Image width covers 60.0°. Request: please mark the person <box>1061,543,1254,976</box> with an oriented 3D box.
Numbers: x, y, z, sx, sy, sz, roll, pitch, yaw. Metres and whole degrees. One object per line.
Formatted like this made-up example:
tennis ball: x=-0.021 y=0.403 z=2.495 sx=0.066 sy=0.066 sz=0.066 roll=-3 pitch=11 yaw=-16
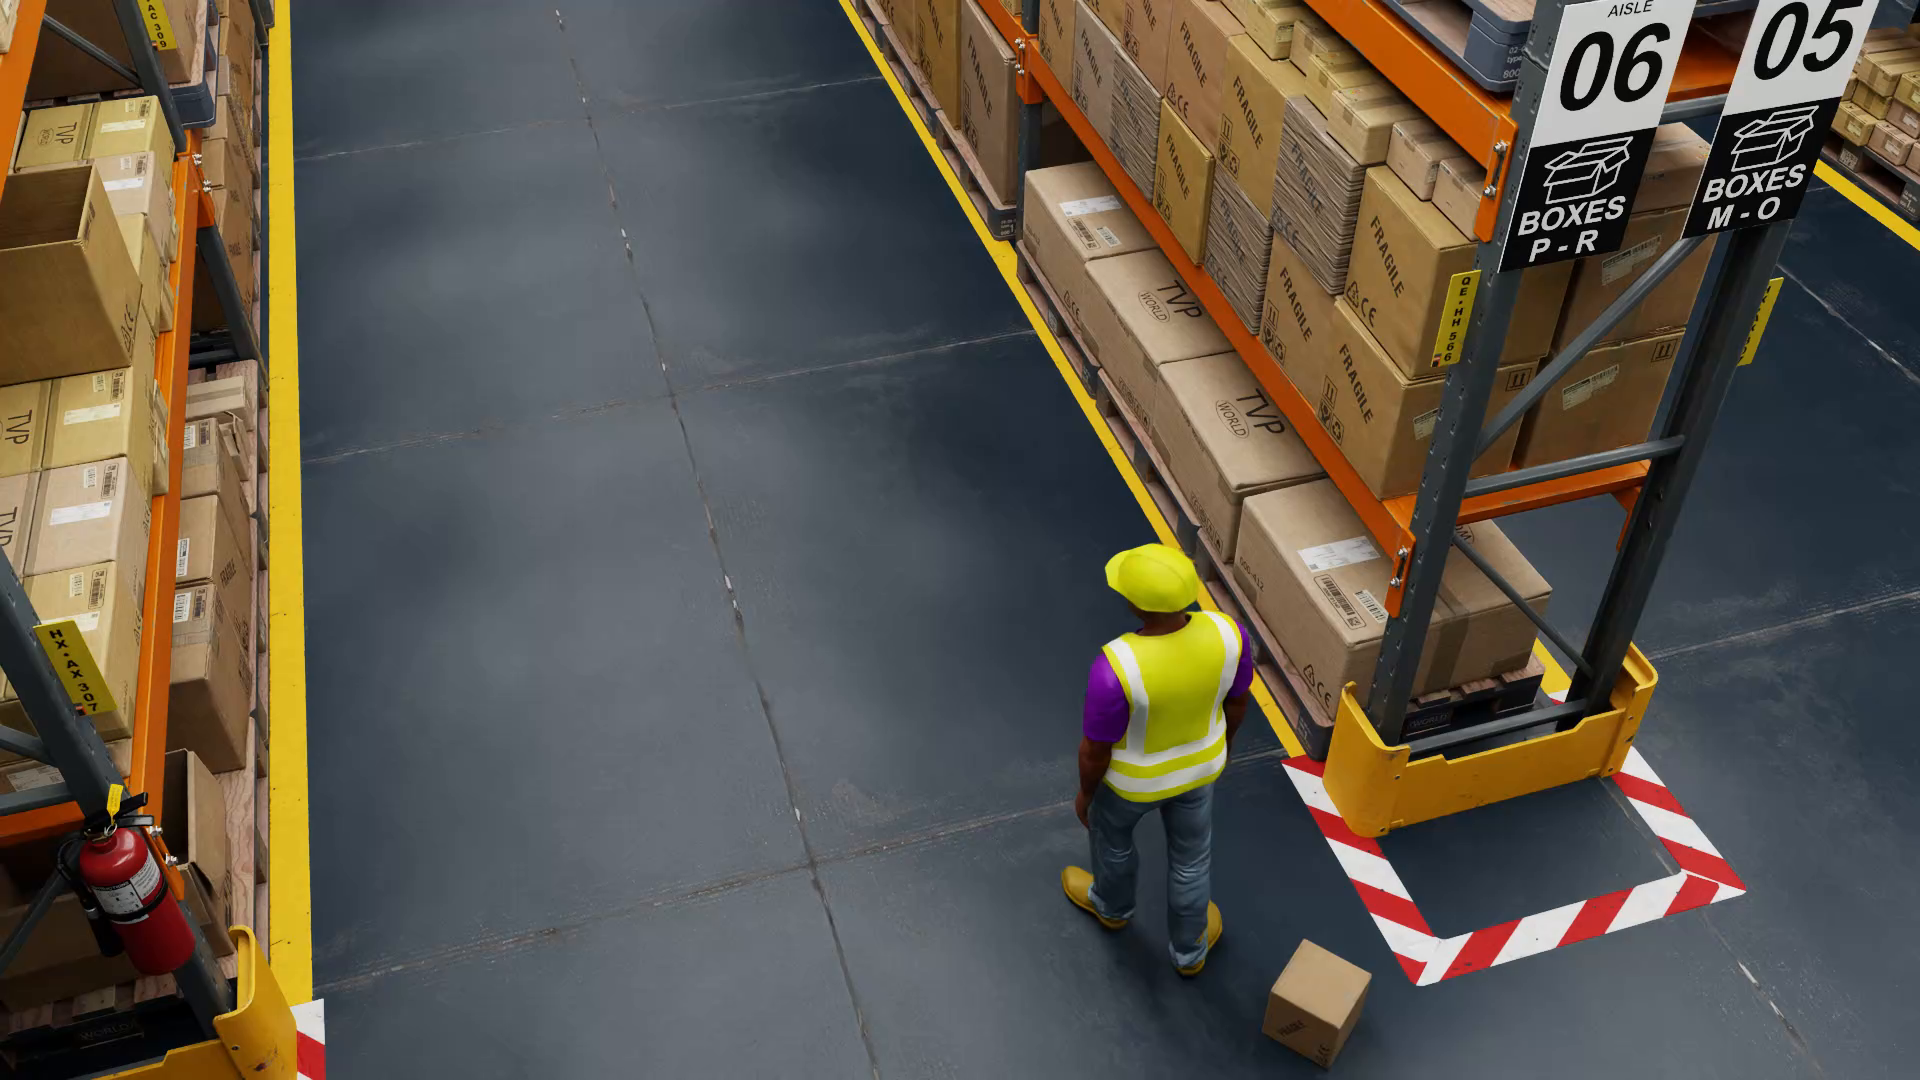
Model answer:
person: x=0.631 y=0.713 z=5.349 sx=0.589 sy=1.766 sz=0.562 roll=-12 pitch=43 yaw=-13
